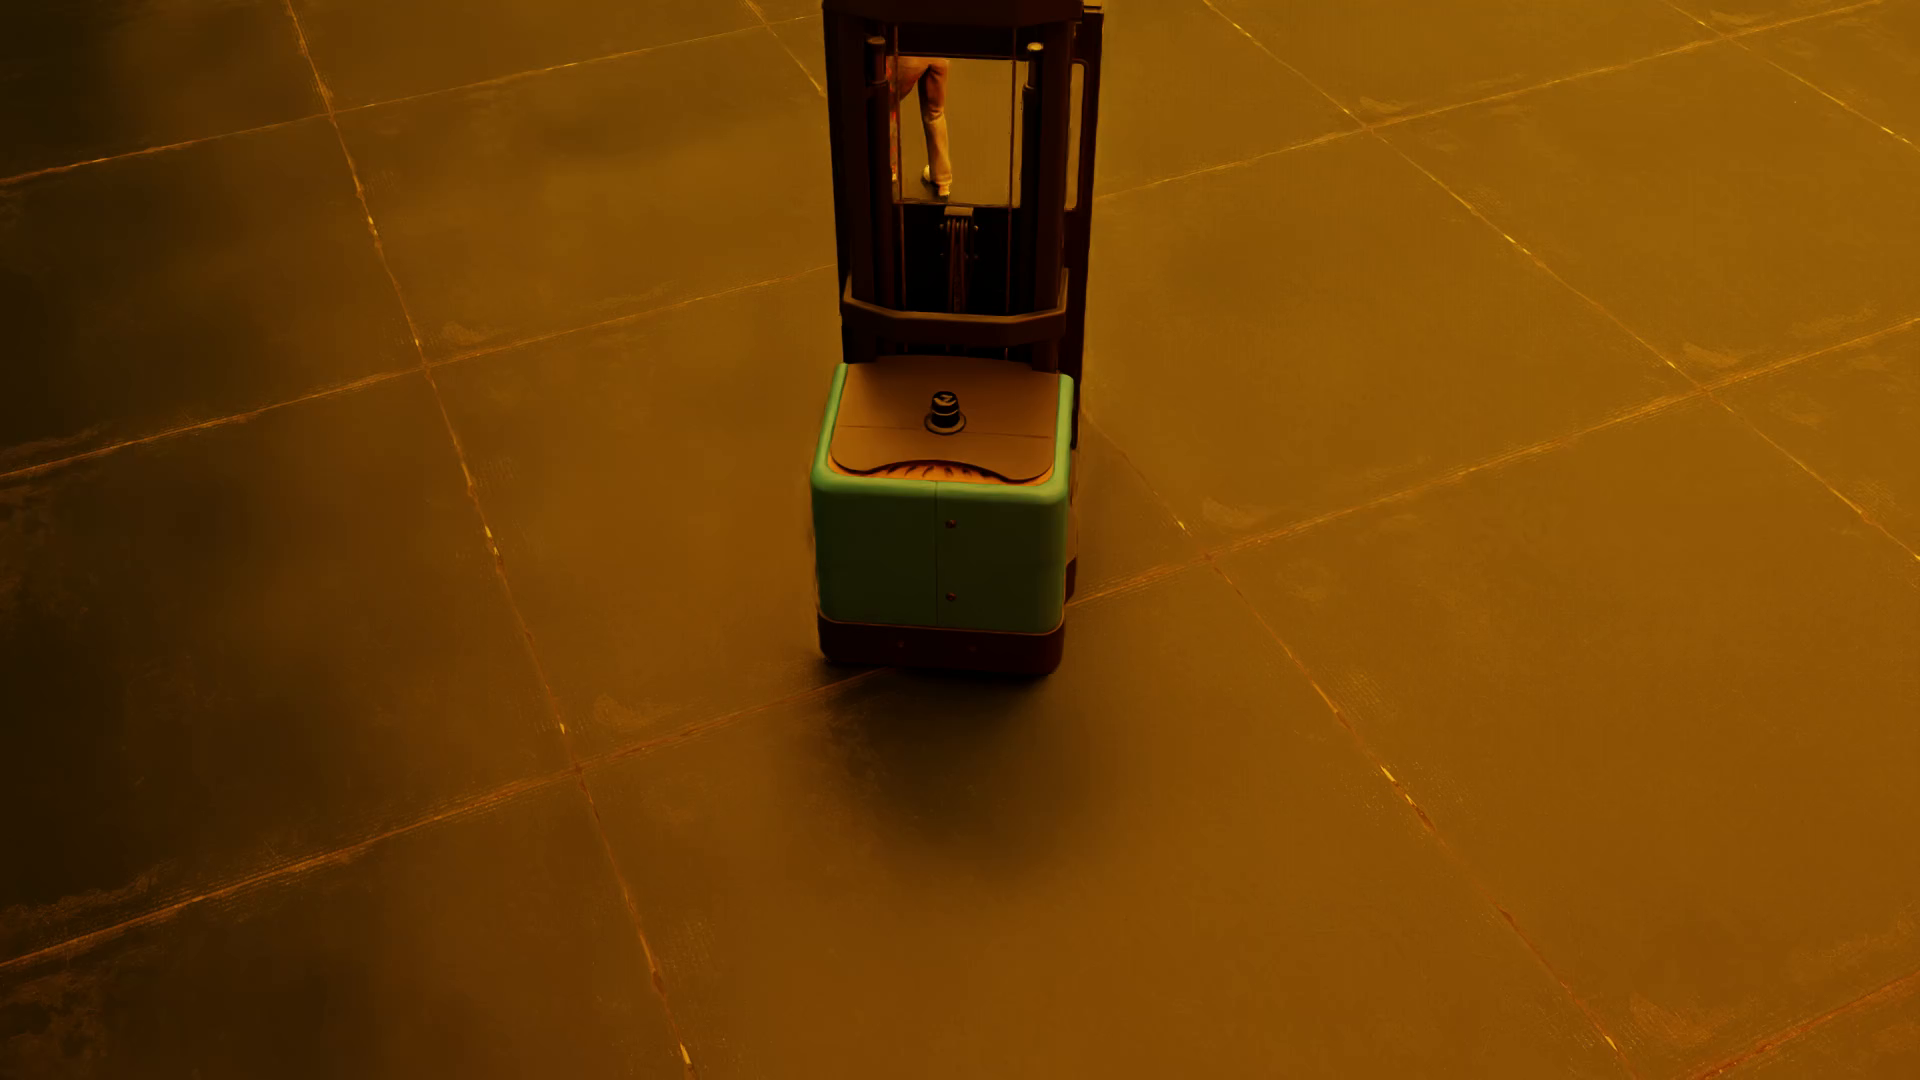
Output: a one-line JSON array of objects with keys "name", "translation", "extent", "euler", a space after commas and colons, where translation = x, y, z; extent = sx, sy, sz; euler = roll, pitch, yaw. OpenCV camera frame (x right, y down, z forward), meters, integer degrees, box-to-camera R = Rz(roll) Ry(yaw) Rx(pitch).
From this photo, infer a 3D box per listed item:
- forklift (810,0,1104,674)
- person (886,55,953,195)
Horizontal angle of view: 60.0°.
[{"name": "forklift", "translation": [0.034, -1.500, 7.287], "extent": [1.130, 2.935, 3.031], "euler": [3, 43, 4]}, {"name": "person", "translation": [-0.266, -2.797, 9.654], "extent": [0.534, 1.709, 0.519], "euler": [-18, 46, -19]}]
